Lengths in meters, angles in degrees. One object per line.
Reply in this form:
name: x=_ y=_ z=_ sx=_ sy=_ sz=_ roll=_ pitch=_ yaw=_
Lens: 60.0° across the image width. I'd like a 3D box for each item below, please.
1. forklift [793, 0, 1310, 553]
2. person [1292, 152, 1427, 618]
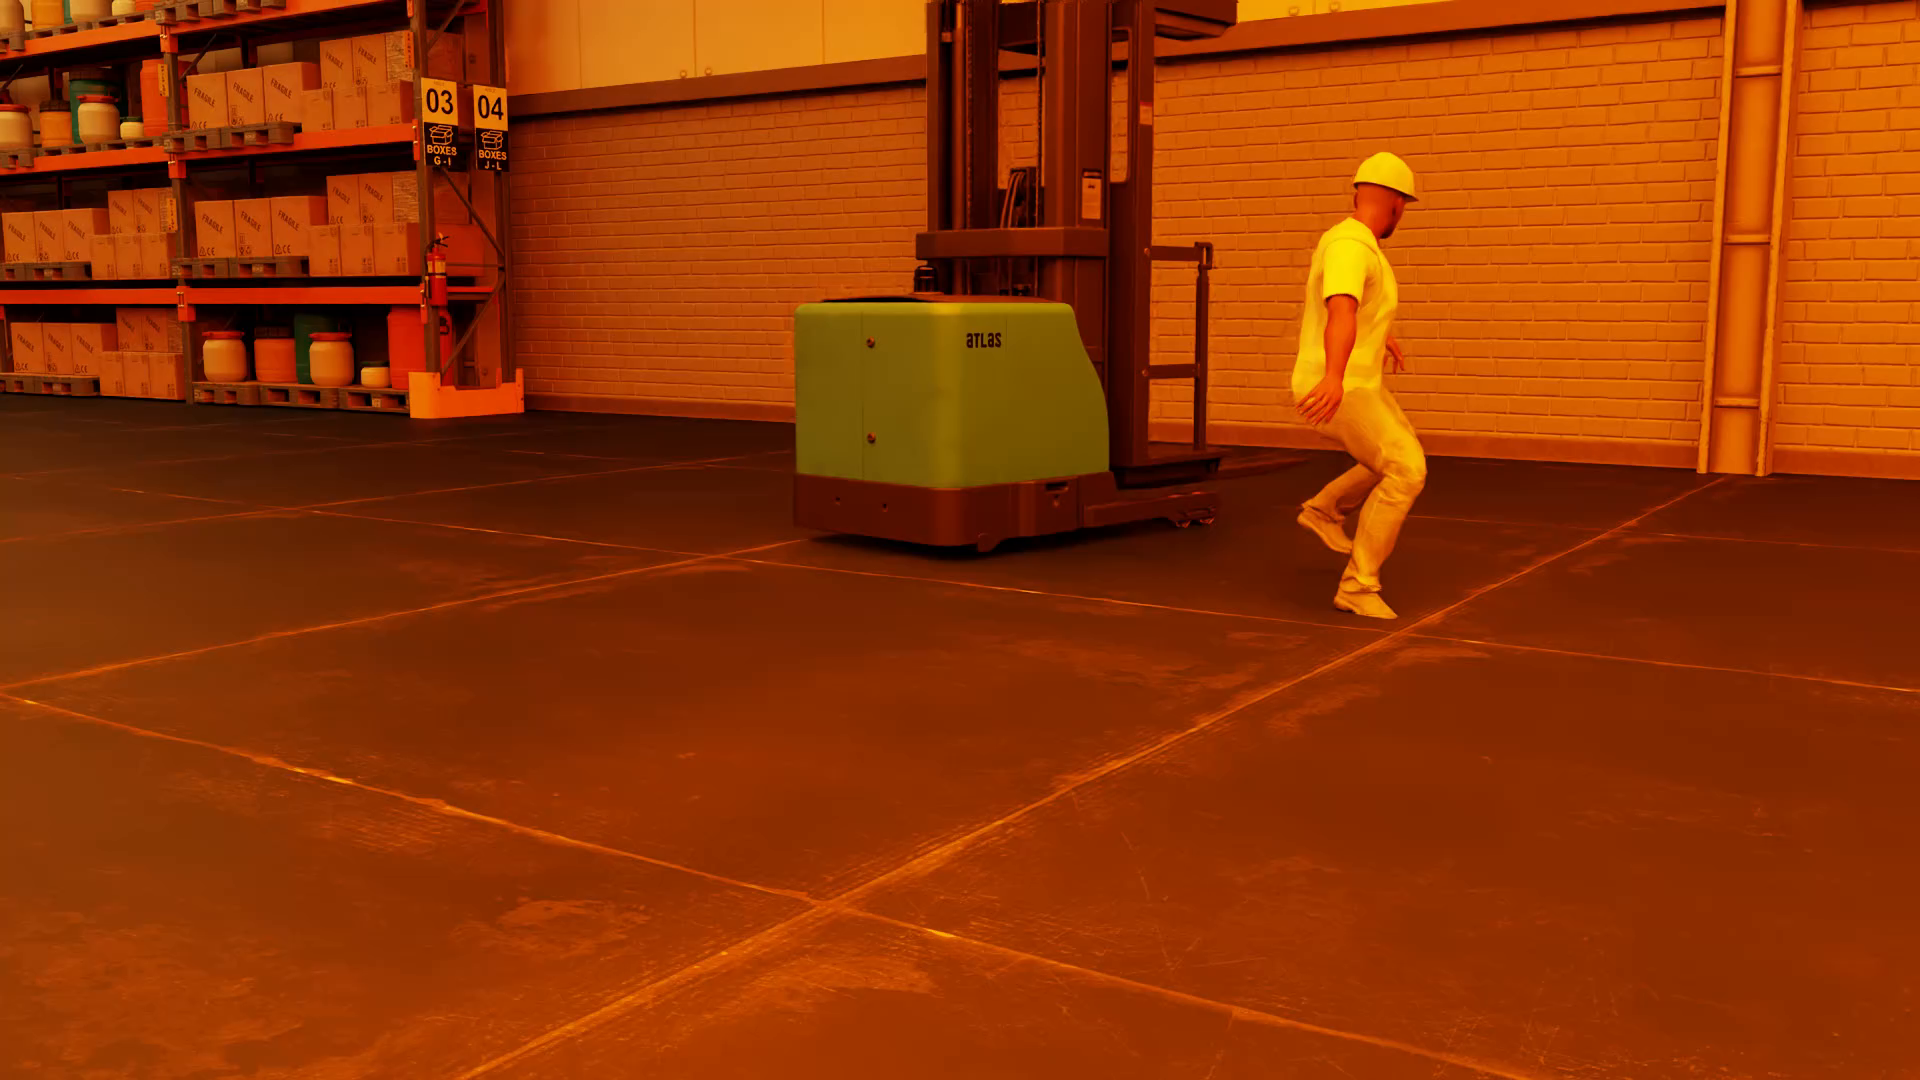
forklift: x=0.628 y=-1.551 z=8.101 sx=1.130 sy=2.935 sz=3.031 roll=8 pitch=11 yaw=44
person: x=1.433 y=-0.552 z=5.987 sx=0.516 sy=1.654 sz=1.214 roll=3 pitch=8 yaw=17
